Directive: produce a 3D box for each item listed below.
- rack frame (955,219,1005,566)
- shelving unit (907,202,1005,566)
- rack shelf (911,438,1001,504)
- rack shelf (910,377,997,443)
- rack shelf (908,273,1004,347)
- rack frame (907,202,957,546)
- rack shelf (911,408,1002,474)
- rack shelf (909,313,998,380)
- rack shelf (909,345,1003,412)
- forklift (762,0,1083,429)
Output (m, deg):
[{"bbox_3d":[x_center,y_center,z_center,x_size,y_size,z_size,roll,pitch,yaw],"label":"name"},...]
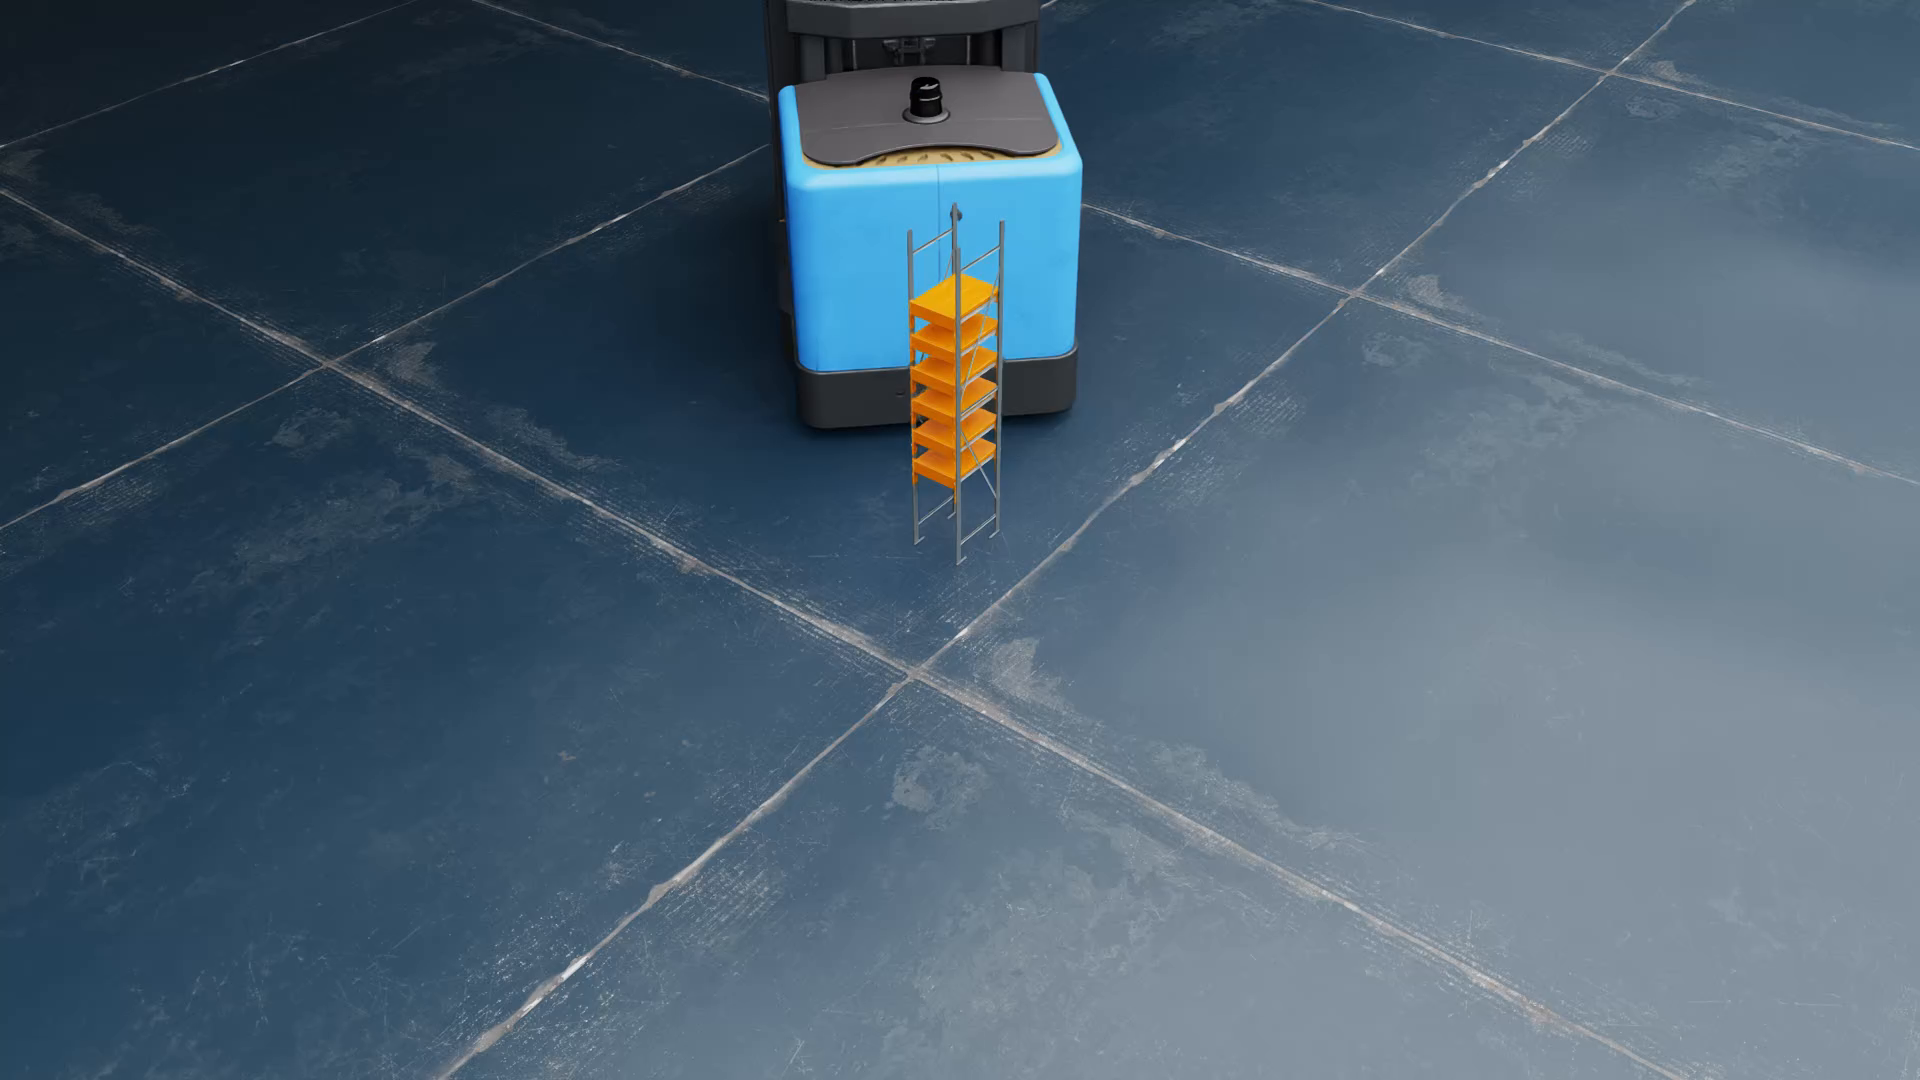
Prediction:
[{"bbox_3d":[0.061,-0.444,5.343,0.006,1.200,0.240,25,45,29],"label":"rack frame"},{"bbox_3d":[-0.011,-0.478,5.387,0.189,1.200,0.258,25,45,29],"label":"shelving unit"},{"bbox_3d":[-0.011,-0.254,5.562,0.180,0.103,0.258,25,45,29],"label":"rack shelf"},{"bbox_3d":[-0.011,-0.443,5.414,0.180,0.103,0.258,25,45,29],"label":"rack shelf"},{"bbox_3d":[-0.011,-0.726,5.193,0.180,0.103,0.258,25,45,29],"label":"rack shelf"},{"bbox_3d":[-0.084,-0.512,5.431,0.006,1.200,0.240,25,45,29],"label":"rack frame"},{"bbox_3d":[-0.011,-0.348,5.488,0.180,0.103,0.258,25,45,29],"label":"rack shelf"},{"bbox_3d":[-0.011,-0.632,5.266,0.180,0.103,0.258,25,45,29],"label":"rack shelf"},{"bbox_3d":[-0.011,-0.537,5.340,0.180,0.103,0.258,25,45,29],"label":"rack shelf"},{"bbox_3d":[-0.259,-2.468,6.525,1.130,2.935,3.031,-4,38,-6],"label":"forklift"}]
